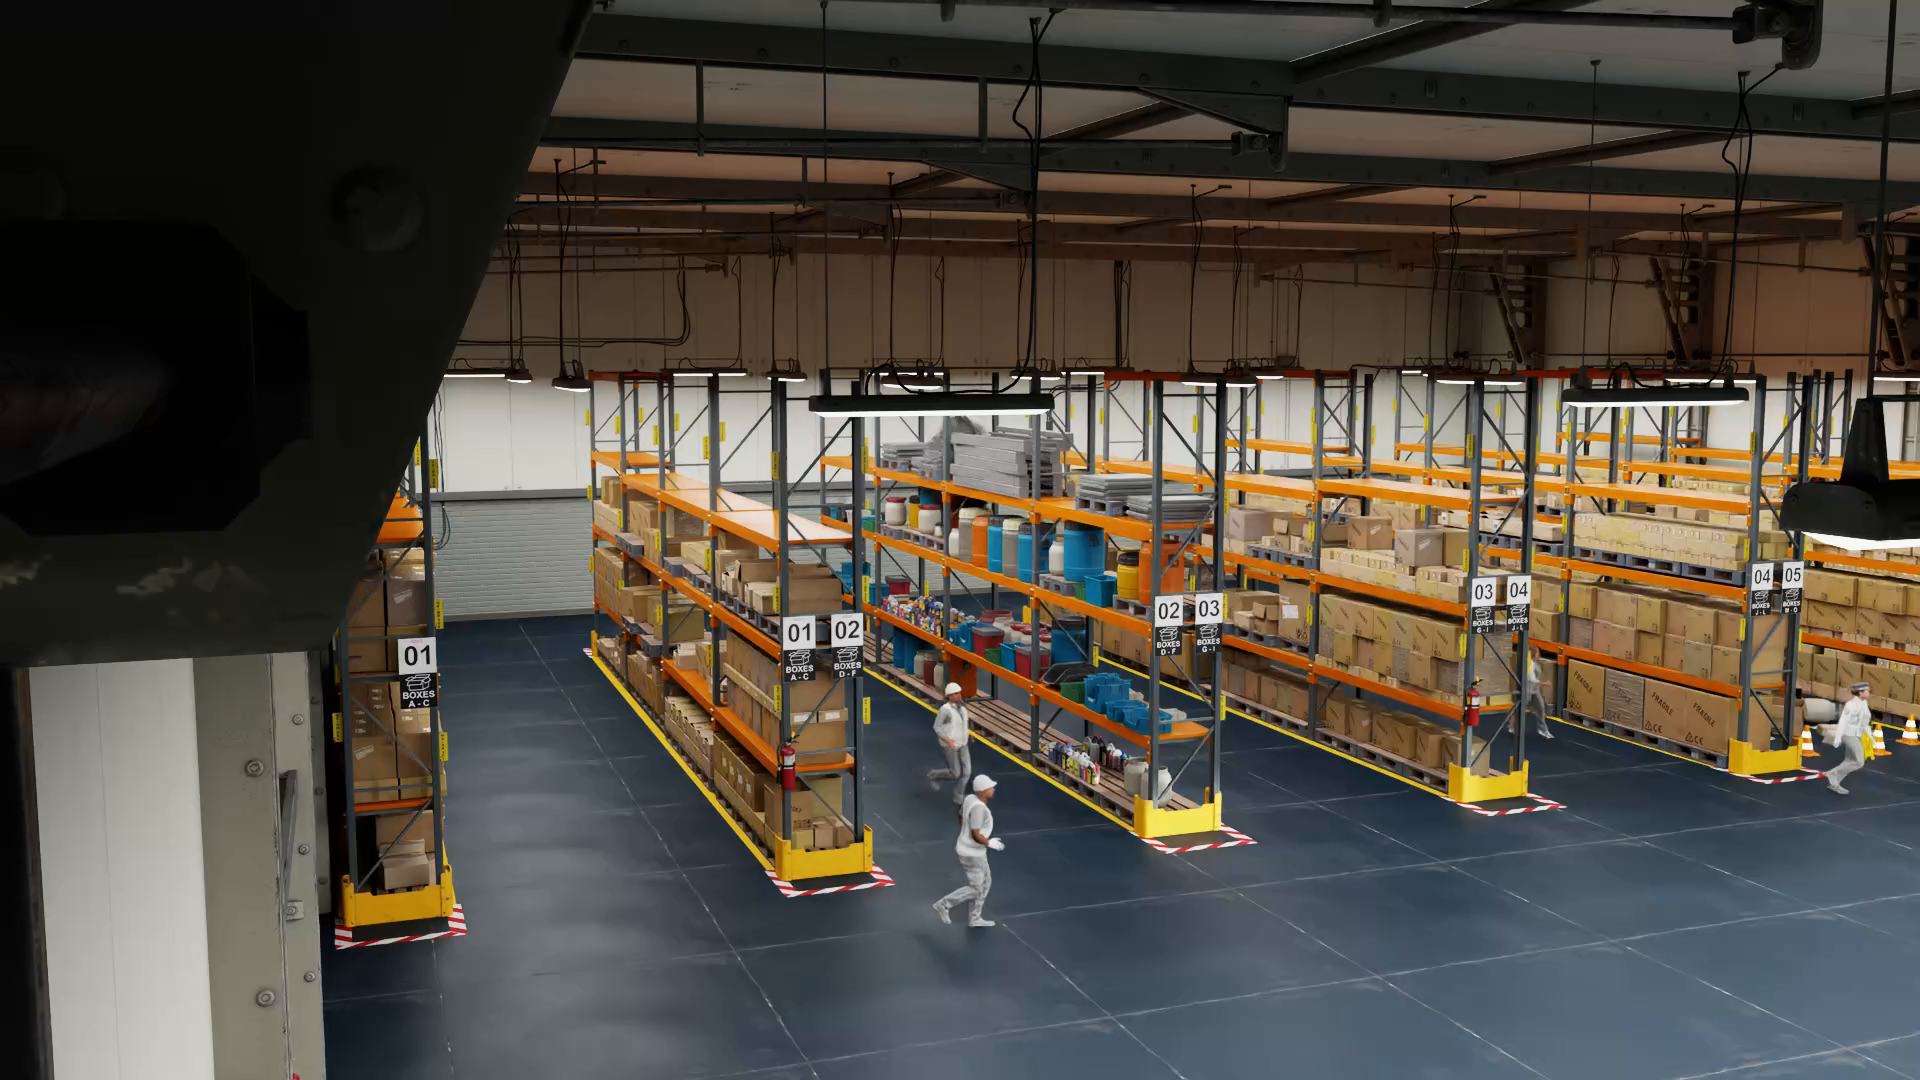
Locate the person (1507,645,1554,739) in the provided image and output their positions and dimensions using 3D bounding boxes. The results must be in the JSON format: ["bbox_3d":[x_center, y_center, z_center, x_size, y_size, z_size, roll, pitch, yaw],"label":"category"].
[{"bbox_3d":[9.372,2.492,27.345,0.725,1.571,0.513,5,8,37],"label":"person"}]

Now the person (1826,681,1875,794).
[{"bbox_3d":[12.867,2.842,23.995,0.541,1.659,0.600,6,9,42],"label":"person"}]

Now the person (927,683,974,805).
[{"bbox_3d":[-0.127,2.863,23.497,0.695,1.729,0.672,5,8,40],"label":"person"}]

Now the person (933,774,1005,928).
[{"bbox_3d":[0.092,3.441,18.326,0.788,1.732,0.679,0,6,-2],"label":"person"}]
